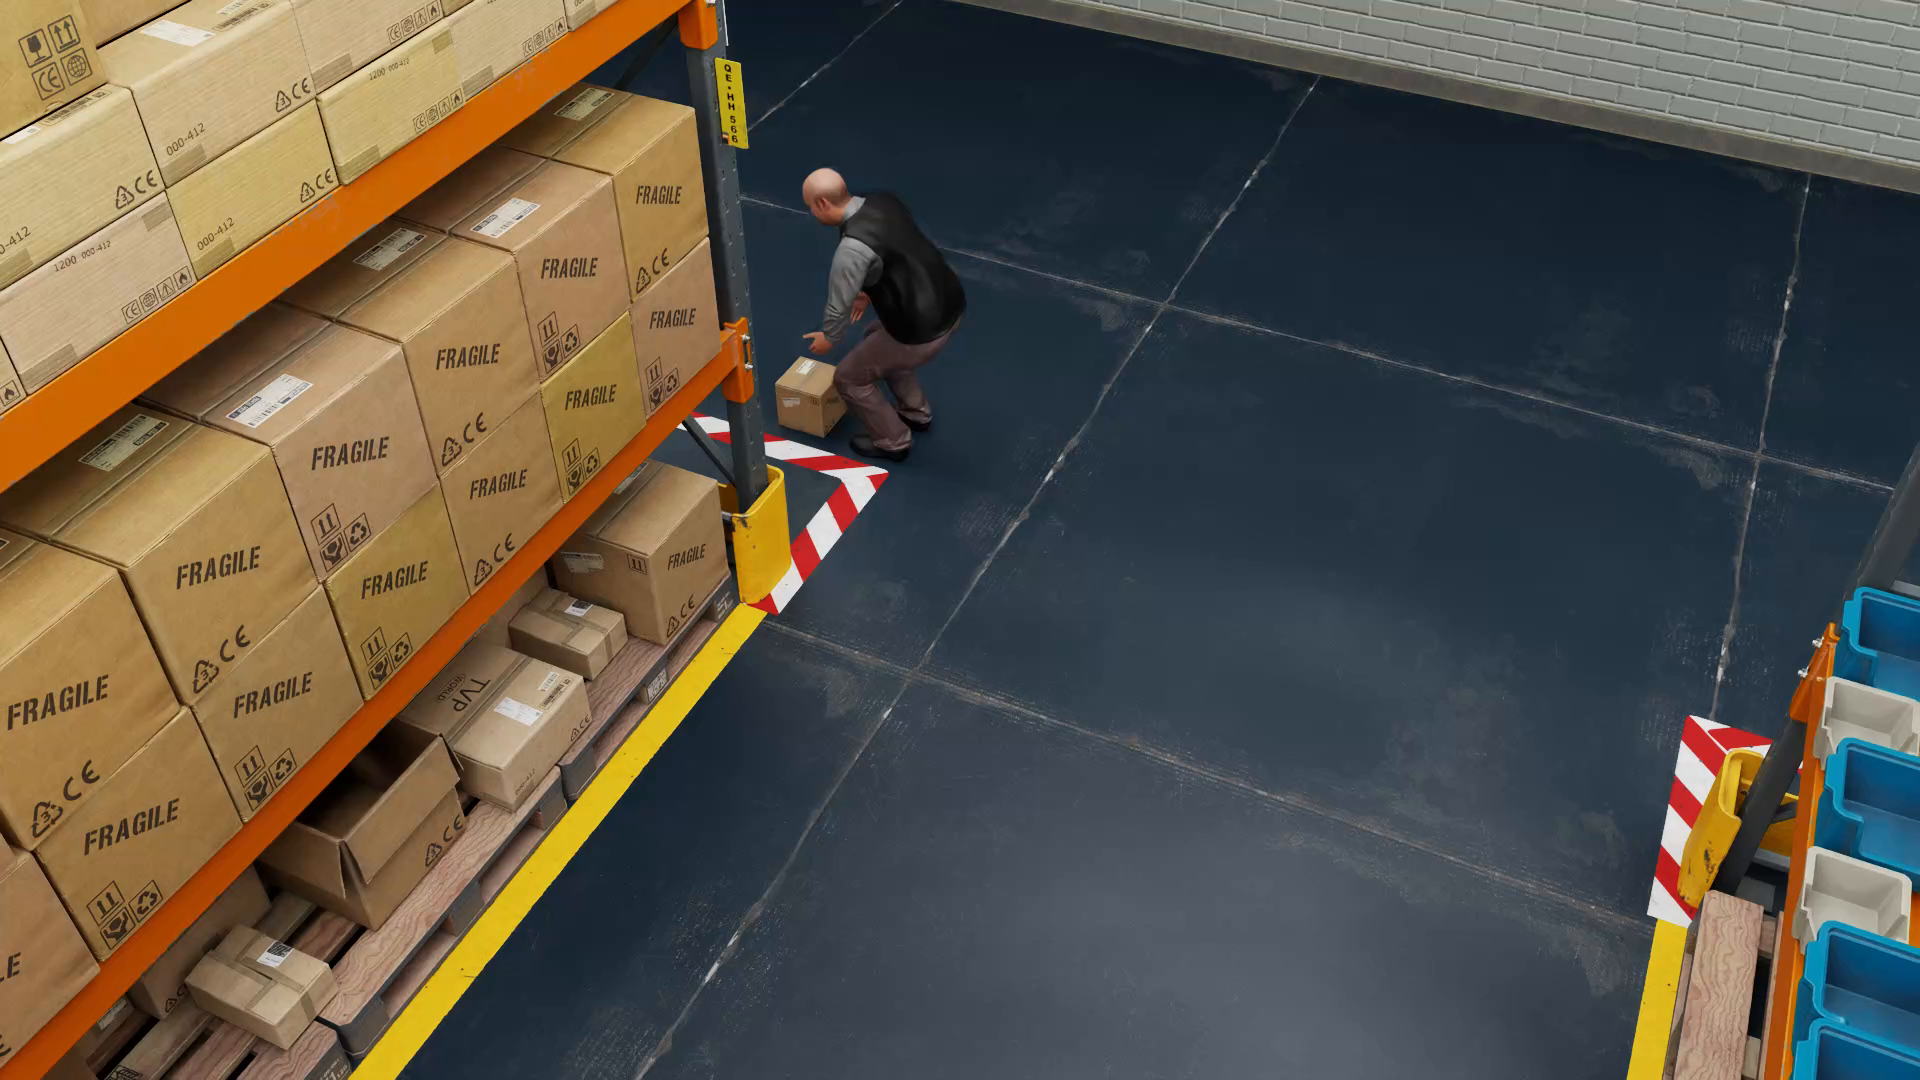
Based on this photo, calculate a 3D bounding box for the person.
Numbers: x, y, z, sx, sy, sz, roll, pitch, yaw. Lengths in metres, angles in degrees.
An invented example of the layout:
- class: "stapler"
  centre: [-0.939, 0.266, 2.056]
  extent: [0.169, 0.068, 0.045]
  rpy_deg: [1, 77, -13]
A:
- class: "person"
  centre: [-0.349, -1.001, 7.545]
  extent: [0.709, 1.404, 0.591]
  rpy_deg: [16, 44, 17]
